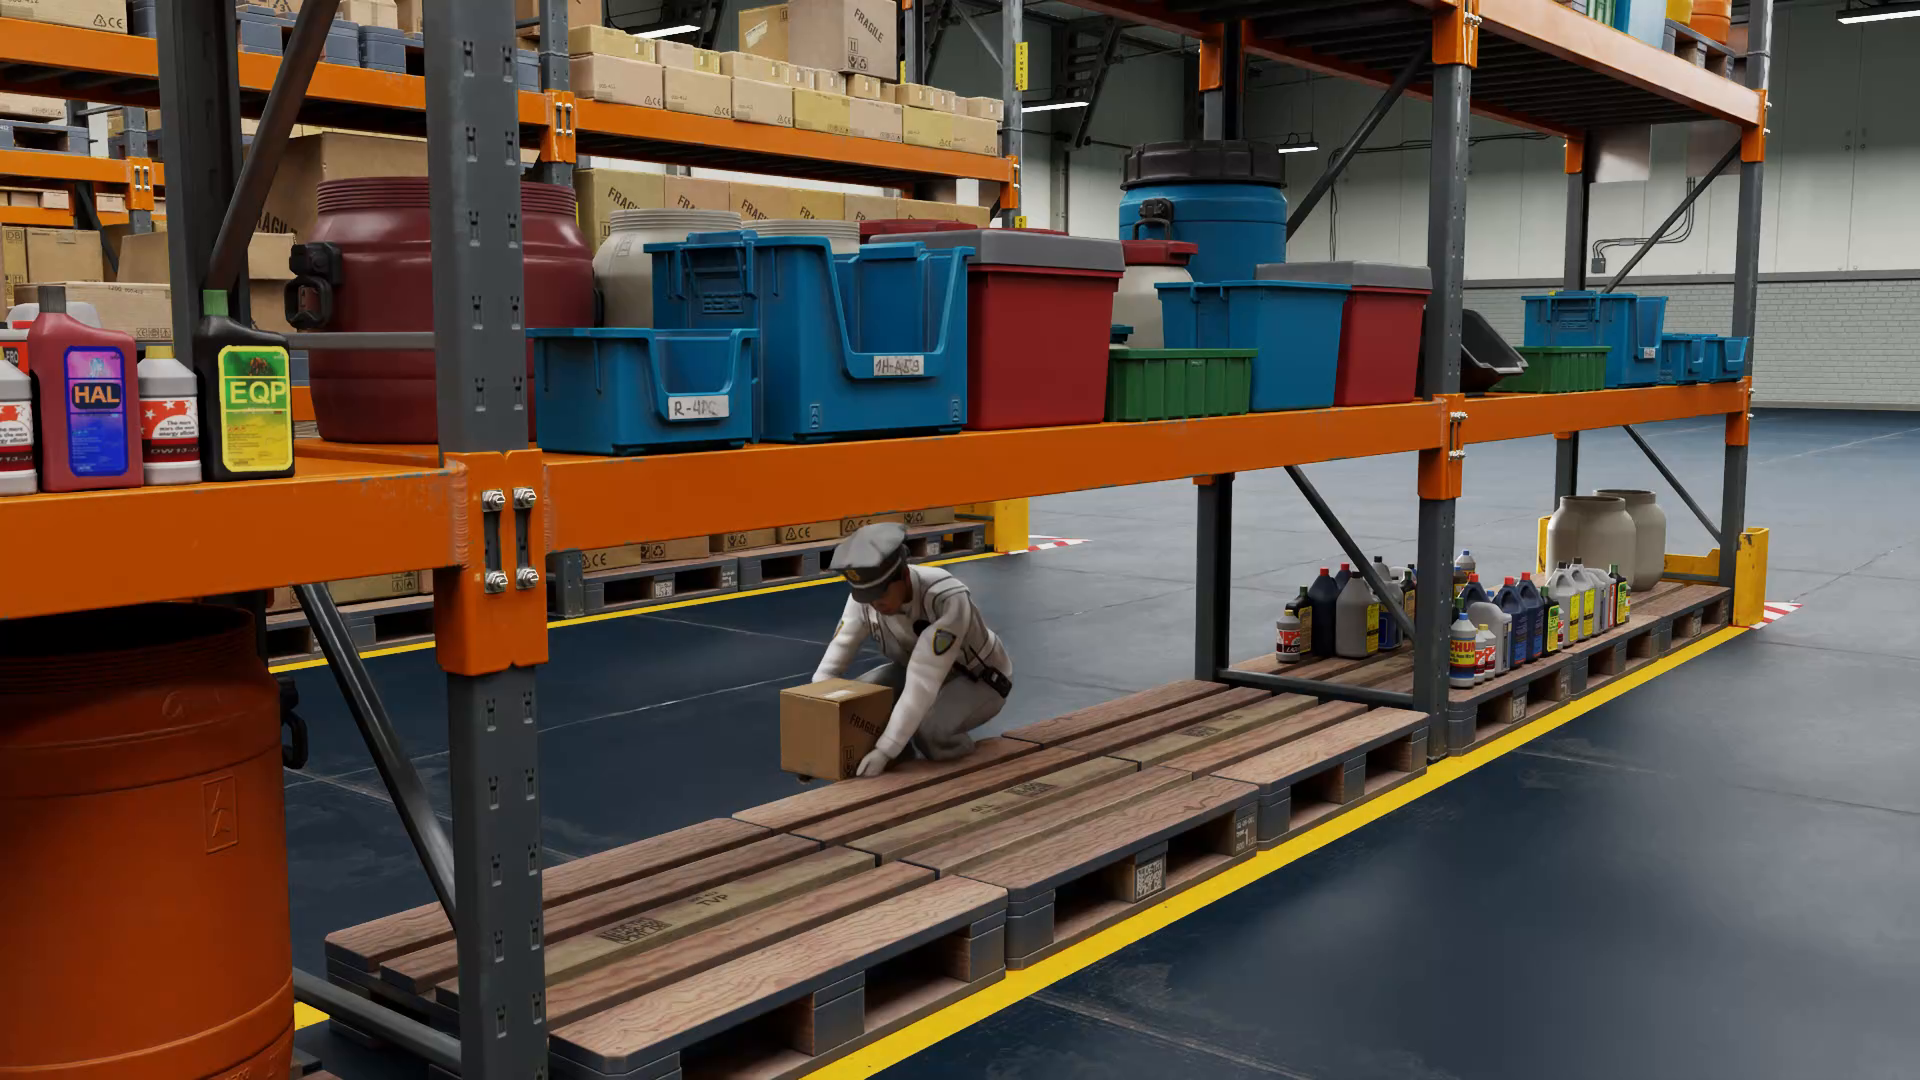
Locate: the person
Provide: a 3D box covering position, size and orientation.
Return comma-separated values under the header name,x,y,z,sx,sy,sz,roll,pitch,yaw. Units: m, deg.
name,x,y,z,sx,sy,sz,roll,pitch,yaw
person,-0.165,0.405,5.358,0.501,0.963,0.823,5,9,39
